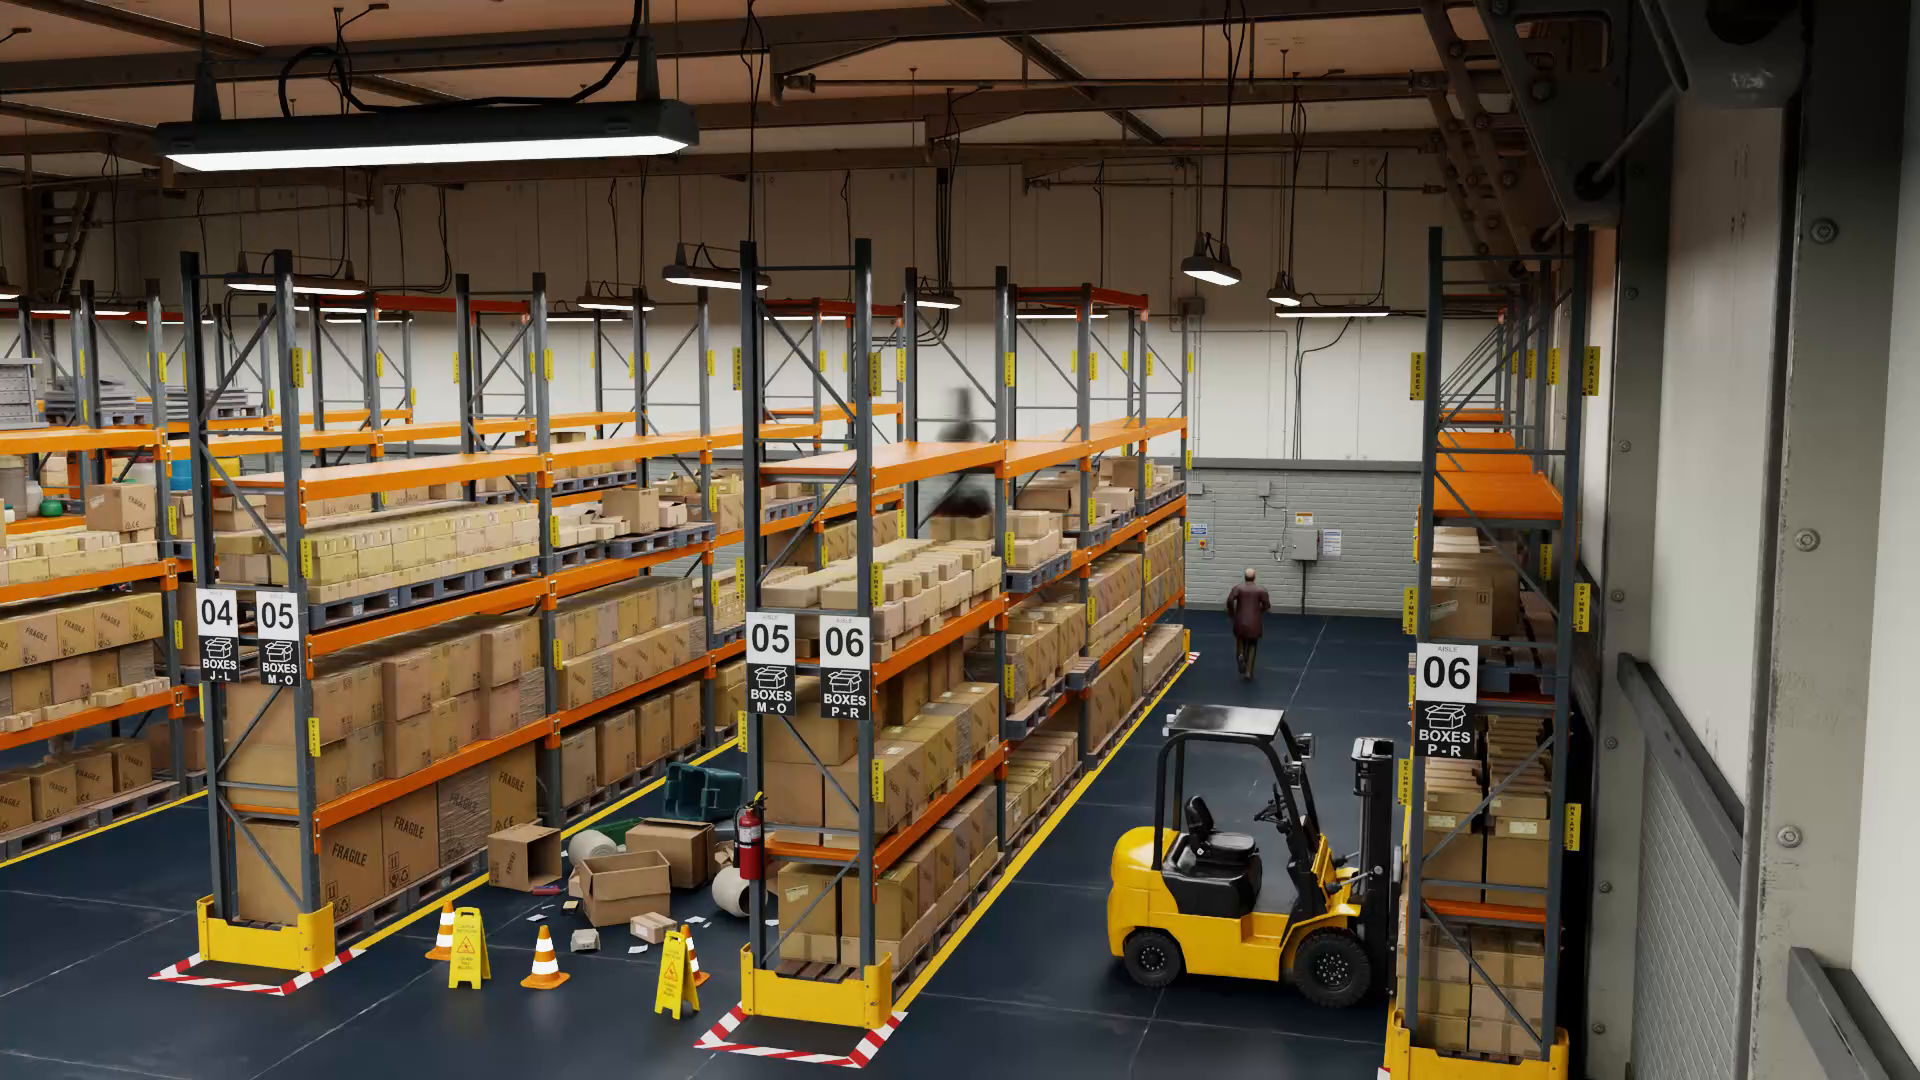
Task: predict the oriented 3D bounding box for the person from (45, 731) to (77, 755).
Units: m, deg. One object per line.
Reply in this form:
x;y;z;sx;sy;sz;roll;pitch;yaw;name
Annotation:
-11.279;2.002;20.805;0.674;1.682;0.782;1;6;9;person

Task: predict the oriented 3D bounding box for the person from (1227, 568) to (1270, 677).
4.622;1.315;26.722;0.690;1.733;0.715;1;6;8;person
